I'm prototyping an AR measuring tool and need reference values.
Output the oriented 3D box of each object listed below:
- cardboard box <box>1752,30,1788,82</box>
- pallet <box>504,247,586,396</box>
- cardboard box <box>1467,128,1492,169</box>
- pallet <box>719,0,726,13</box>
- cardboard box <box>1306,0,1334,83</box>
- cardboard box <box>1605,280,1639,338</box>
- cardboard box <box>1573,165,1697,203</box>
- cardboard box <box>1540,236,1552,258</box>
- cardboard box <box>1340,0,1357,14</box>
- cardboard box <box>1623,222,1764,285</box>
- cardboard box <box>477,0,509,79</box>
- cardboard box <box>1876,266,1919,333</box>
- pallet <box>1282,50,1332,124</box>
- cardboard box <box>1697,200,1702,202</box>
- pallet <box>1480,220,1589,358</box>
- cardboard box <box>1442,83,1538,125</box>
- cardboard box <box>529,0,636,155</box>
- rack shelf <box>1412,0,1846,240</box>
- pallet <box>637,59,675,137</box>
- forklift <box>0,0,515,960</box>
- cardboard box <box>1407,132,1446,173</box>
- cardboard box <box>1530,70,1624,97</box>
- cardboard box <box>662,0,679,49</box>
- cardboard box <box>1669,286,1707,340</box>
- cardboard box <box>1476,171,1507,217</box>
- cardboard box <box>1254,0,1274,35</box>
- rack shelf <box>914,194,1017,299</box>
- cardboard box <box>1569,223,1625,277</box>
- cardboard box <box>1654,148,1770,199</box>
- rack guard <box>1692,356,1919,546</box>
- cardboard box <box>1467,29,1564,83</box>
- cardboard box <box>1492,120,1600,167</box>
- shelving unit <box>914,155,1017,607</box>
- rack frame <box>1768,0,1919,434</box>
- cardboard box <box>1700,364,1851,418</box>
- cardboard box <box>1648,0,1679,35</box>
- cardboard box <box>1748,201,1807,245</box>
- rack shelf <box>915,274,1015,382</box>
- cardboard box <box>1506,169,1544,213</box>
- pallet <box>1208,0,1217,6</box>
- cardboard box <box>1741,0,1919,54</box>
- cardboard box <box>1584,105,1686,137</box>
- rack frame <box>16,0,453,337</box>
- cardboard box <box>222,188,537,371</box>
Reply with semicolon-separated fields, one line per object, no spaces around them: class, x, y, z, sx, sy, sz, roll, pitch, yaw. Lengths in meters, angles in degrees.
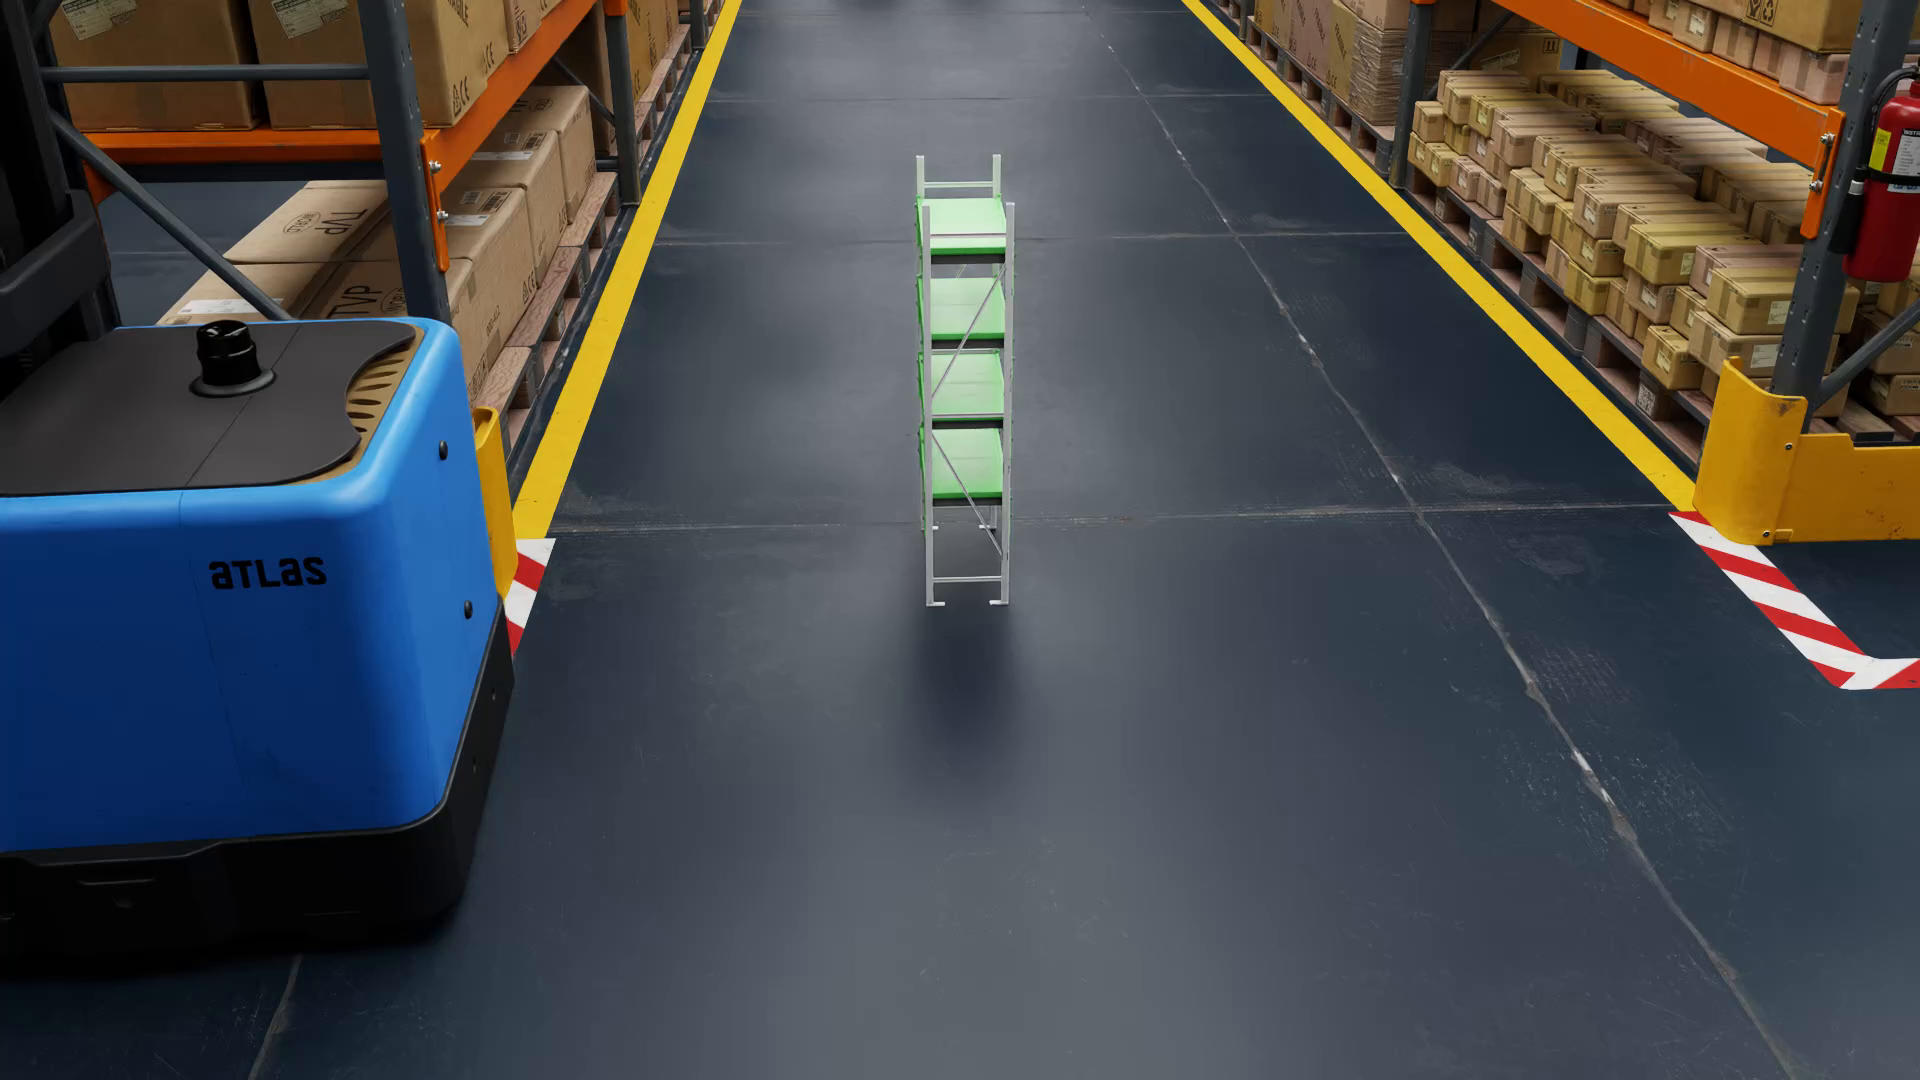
cardboard box;2.727;-1.517;5.187;0.380;0.149;0.250;-1;28;-3
pallet;-2.116;-0.896;6.740;1.003;0.211;1.213;-1;28;-3
cardboard box;2.644;-1.869;7.897;0.380;0.149;0.250;-2;28;-3
pallet;-2.454;-4.584;13.811;1.003;0.211;1.213;-1;28;-3
cardboard box;2.454;-3.104;10.207;0.500;0.500;0.500;-2;28;-4
cardboard box;2.698;-0.884;6.329;0.380;0.149;0.250;-1;28;-2
cardboard box;2.702;-1.396;6.668;0.380;0.149;0.250;-2;28;-4
cardboard box;2.690;-1.245;7.022;0.380;0.149;0.250;-1;28;-1
cardboard box;2.488;-3.202;9.585;0.500;0.250;0.500;0;28;0
cardboard box;2.625;-1.028;5.962;0.380;0.149;0.250;-2;28;-4
cardboard box;-1.728;-1.709;5.175;0.500;0.500;0.500;-2;28;-3
cardboard box;3.314;-0.805;5.536;0.380;0.149;0.250;-3;28;-5
pallet;2.684;-2.904;10.590;1.003;0.211;1.213;-1;28;-3
cardboard box;3.103;-1.276;6.760;0.380;0.149;0.250;0;28;0
pallet;2.930;-1.106;7.142;1.003;0.211;1.213;-1;28;-3
cardboard box;2.560;-2.110;8.037;0.380;0.149;0.250;0;28;0
cardboard box;-2.257;-2.579;8.794;0.875;0.875;0.875;-1;28;-1
rack shelf;2.898;-1.974;6.569;1.077;0.370;4.000;-1;28;-3
pallet;-2.327;-2.733;10.262;1.003;0.211;1.213;-1;28;-3
forklift;-2.636;-0.596;3.224;3.031;2.935;1.130;-3;28;-5
cardboard box;2.491;-1.963;8.398;0.380;0.149;0.250;-3;28;-5
cardboard box;3.072;-2.244;8.295;0.380;0.149;0.250;-1;28;-1
cardboard box;-2.400;-3.821;11.175;0.875;0.875;0.875;-2;28;-3
cardboard box;2.730;-0.782;5.813;0.380;0.149;0.250;-2;28;-4
cardboard box;2.633;-1.610;7.723;0.380;0.149;0.250;-2;28;-4
cardboard box;2.367;-3.809;11.558;0.500;0.500;0.500;-3;28;-5
rack shelf;0.009;-0.824;4.634;0.258;0.148;0.480;-1;28;-3
cardboard box;2.621;-1.139;6.497;0.380;0.149;0.250;-1;28;-2
cardboard box;3.117;-1.526;6.918;0.380;0.149;0.250;-1;28;-3
rack guard;2.998;-0.296;5.277;1.175;0.500;0.348;-1;28;-3
cardboard box;3.020;-2.642;9.321;0.500;0.500;0.500;0;28;-1
cardboard box;2.590;-1.755;7.356;0.380;0.149;0.250;-1;28;-2
shelving unit;0.009;-0.456;4.826;0.258;1.200;0.503;-1;28;-3
rack frame;3.002;-1.369;4.632;1.000;3.000;0.127;-1;28;-3
cardboard box;2.766;-0.530;5.650;0.380;0.149;0.250;-1;28;-2
cardboard box;2.678;-1.873;5.868;0.380;0.149;0.250;-3;28;-5
cardboard box;3.199;-1.162;6.219;0.380;0.149;0.250;-3;28;-5
rack shelf;0.009;-0.612;4.745;0.258;0.148;0.480;-1;28;-3
cardboard box;2.596;-1.499;7.187;0.380;0.149;0.250;-2;28;-3
pallet;2.558;-4.755;14.139;1.003;0.211;1.213;-1;28;-3
cardboard box;2.722;-1.747;4.926;0.500;0.500;0.500;-1;28;-2
cardboard box;3.081;-1.891;7.617;0.380;0.149;0.250;-1;28;-1
rack frame;-1.936;-1.203;4.313;1.000;3.000;0.127;-1;28;-3
cardboard box;-2.126;-0.978;6.198;0.875;0.438;0.875;-1;28;-1
